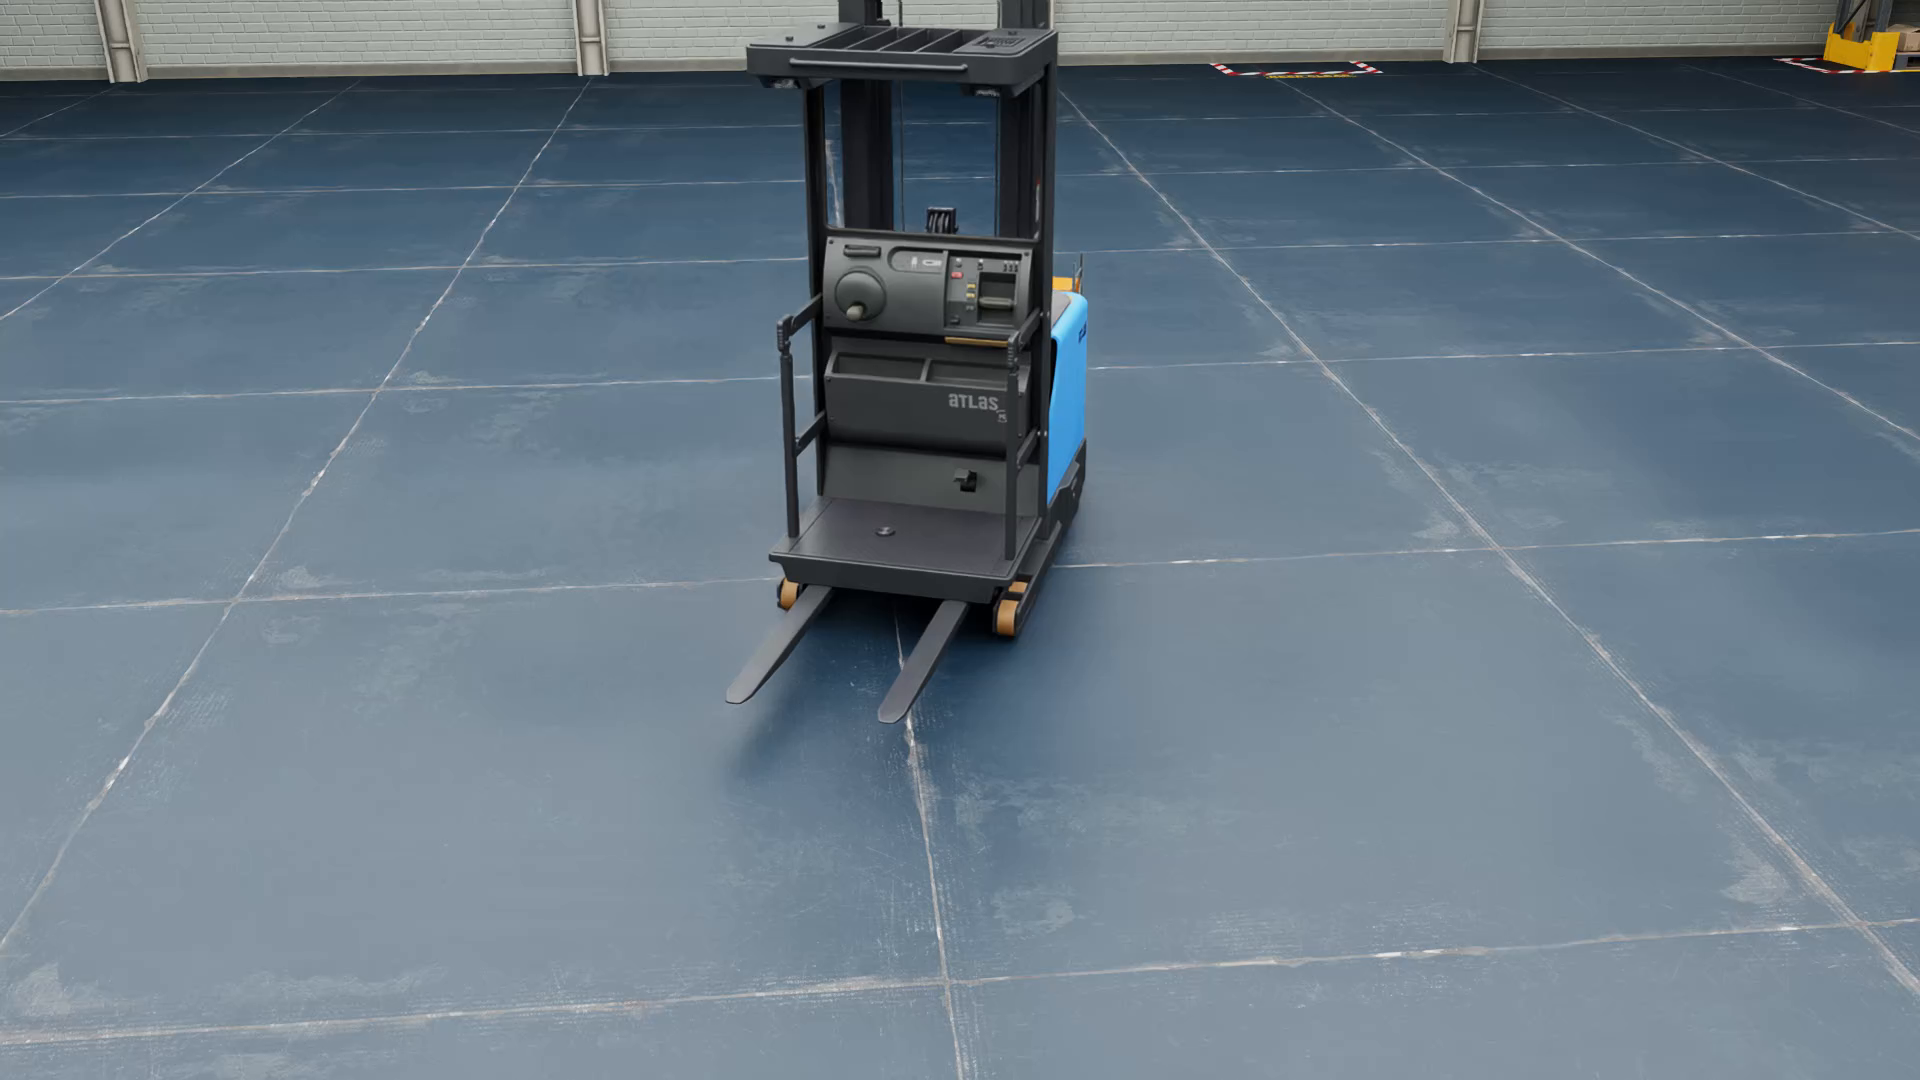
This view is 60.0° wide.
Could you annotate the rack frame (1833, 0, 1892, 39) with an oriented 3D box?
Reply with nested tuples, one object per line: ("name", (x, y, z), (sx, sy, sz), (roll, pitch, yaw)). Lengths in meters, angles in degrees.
("rack frame", (12.388, -7.973, 22.495), (0.127, 3.000, 1.000), (-2, 24, -5))

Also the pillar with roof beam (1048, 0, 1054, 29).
("pillar with roof beam", (1.481, -8.873, 17.133), (0.400, 9.000, 9.100), (-2, 24, -5))

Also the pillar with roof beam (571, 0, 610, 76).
("pillar with roof beam", (-4.490, -8.633, 16.595), (0.400, 9.000, 9.100), (-2, 24, -5))

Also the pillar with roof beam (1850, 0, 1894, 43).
("pillar with roof beam", (13.423, -9.352, 18.211), (0.400, 9.000, 9.100), (-2, 24, -5))

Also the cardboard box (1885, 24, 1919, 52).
("cardboard box", (13.086, -6.937, 22.932), (0.500, 0.311, 0.500), (-5, 24, -11))

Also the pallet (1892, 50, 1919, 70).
("pallet", (13.276, -6.720, 23.109), (1.213, 0.211, 1.003), (-2, 24, -5))

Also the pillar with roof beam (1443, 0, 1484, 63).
("pillar with roof beam", (7.452, -9.112, 17.672), (0.400, 9.000, 9.100), (-2, 24, -5))

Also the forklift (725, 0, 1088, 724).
("forklift", (-0.197, -1.085, 7.083), (1.130, 2.935, 3.031), (6, 25, 13))

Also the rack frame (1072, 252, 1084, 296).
("rack frame", (0.609, -0.908, 8.815), (0.015, 1.200, 0.240), (6, 25, 13))

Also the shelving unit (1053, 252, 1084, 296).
("shelving unit", (0.373, -0.932, 8.870), (0.503, 1.200, 0.258), (6, 25, 13))

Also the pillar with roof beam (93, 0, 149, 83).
("pillar with roof beam", (-10.461, -8.394, 16.056), (0.400, 9.000, 9.100), (-2, 24, -5))

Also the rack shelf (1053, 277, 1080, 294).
("rack shelf", (0.373, -1.291, 8.710), (0.480, 0.148, 0.258), (6, 25, 13))

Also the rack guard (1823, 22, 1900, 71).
("rack guard", (12.464, -6.834, 23.010), (0.348, 0.500, 1.175), (-2, 24, -5))
